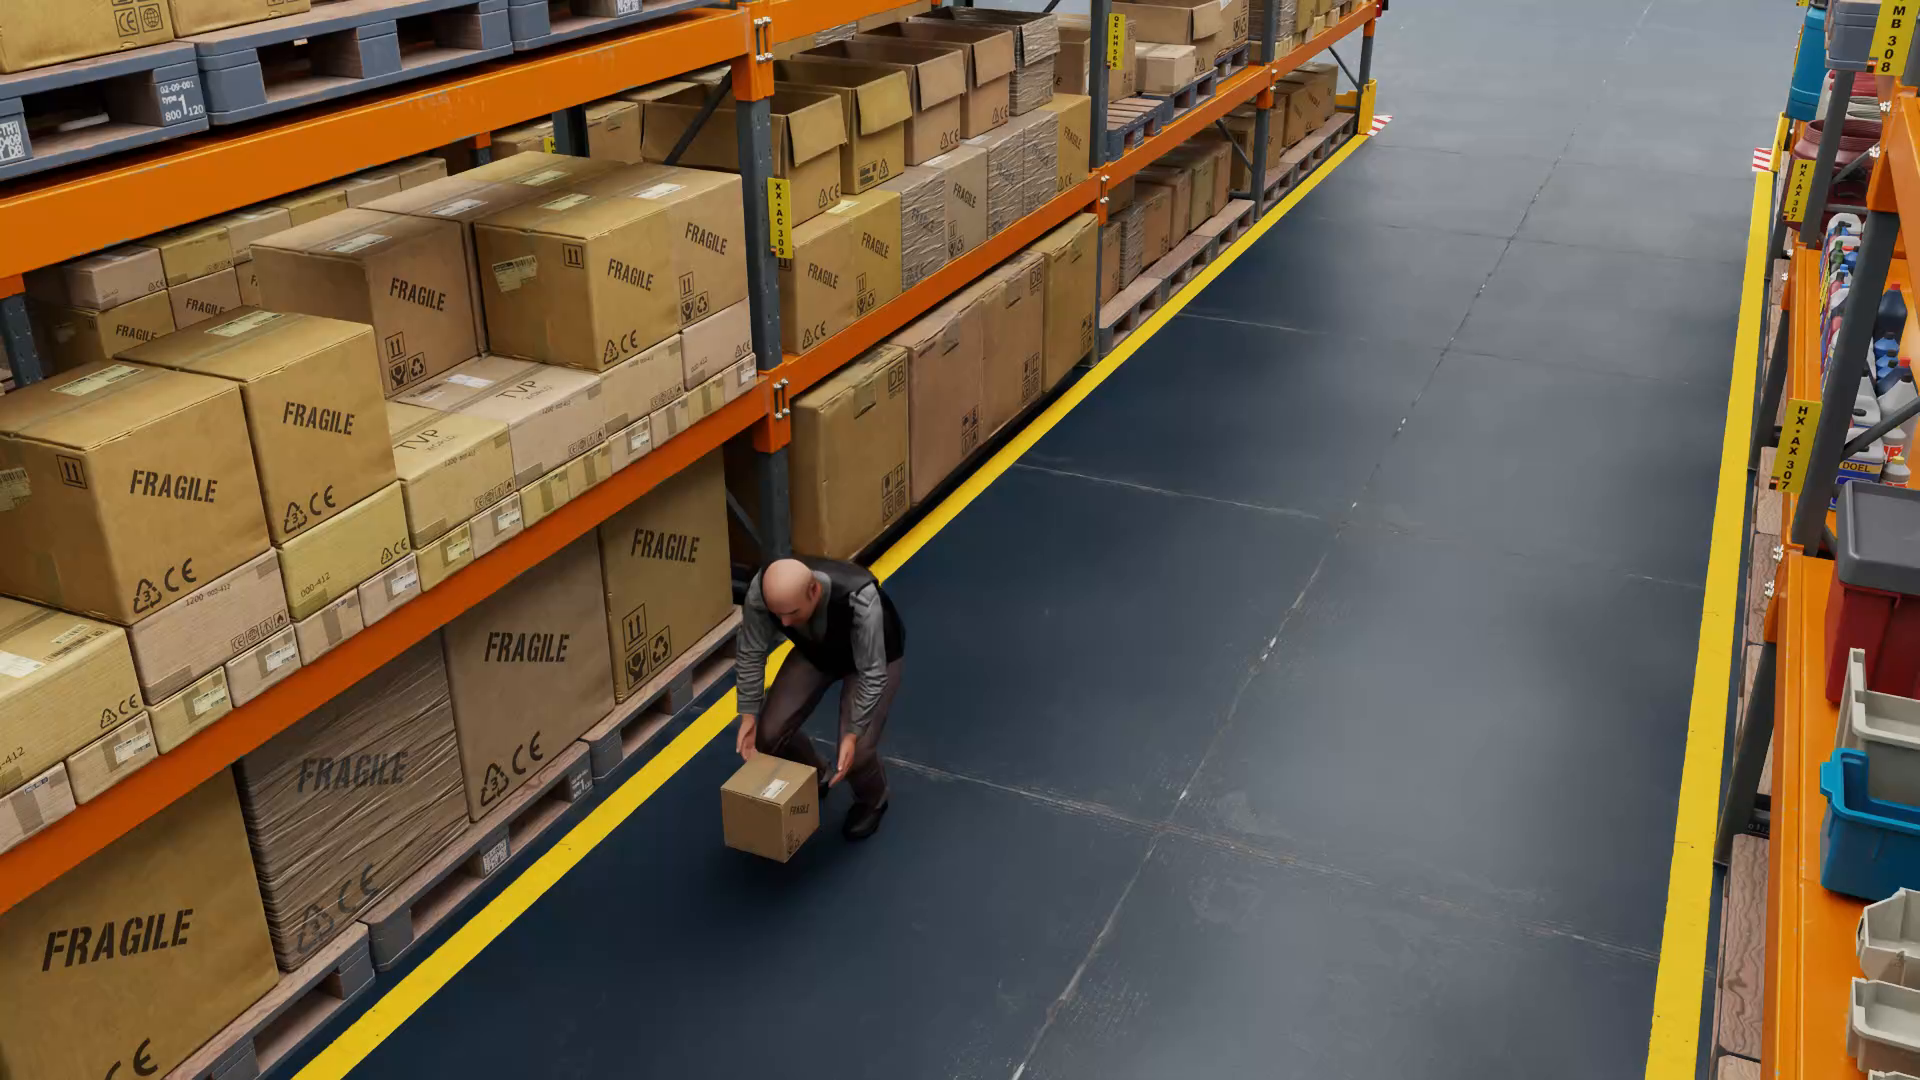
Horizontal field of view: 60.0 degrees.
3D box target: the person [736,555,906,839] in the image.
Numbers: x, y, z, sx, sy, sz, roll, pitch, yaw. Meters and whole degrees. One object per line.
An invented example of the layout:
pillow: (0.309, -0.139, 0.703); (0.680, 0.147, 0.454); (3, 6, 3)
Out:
person: (-0.475, 0.523, 6.098); (0.586, 1.260, 0.763); (11, 28, 22)
